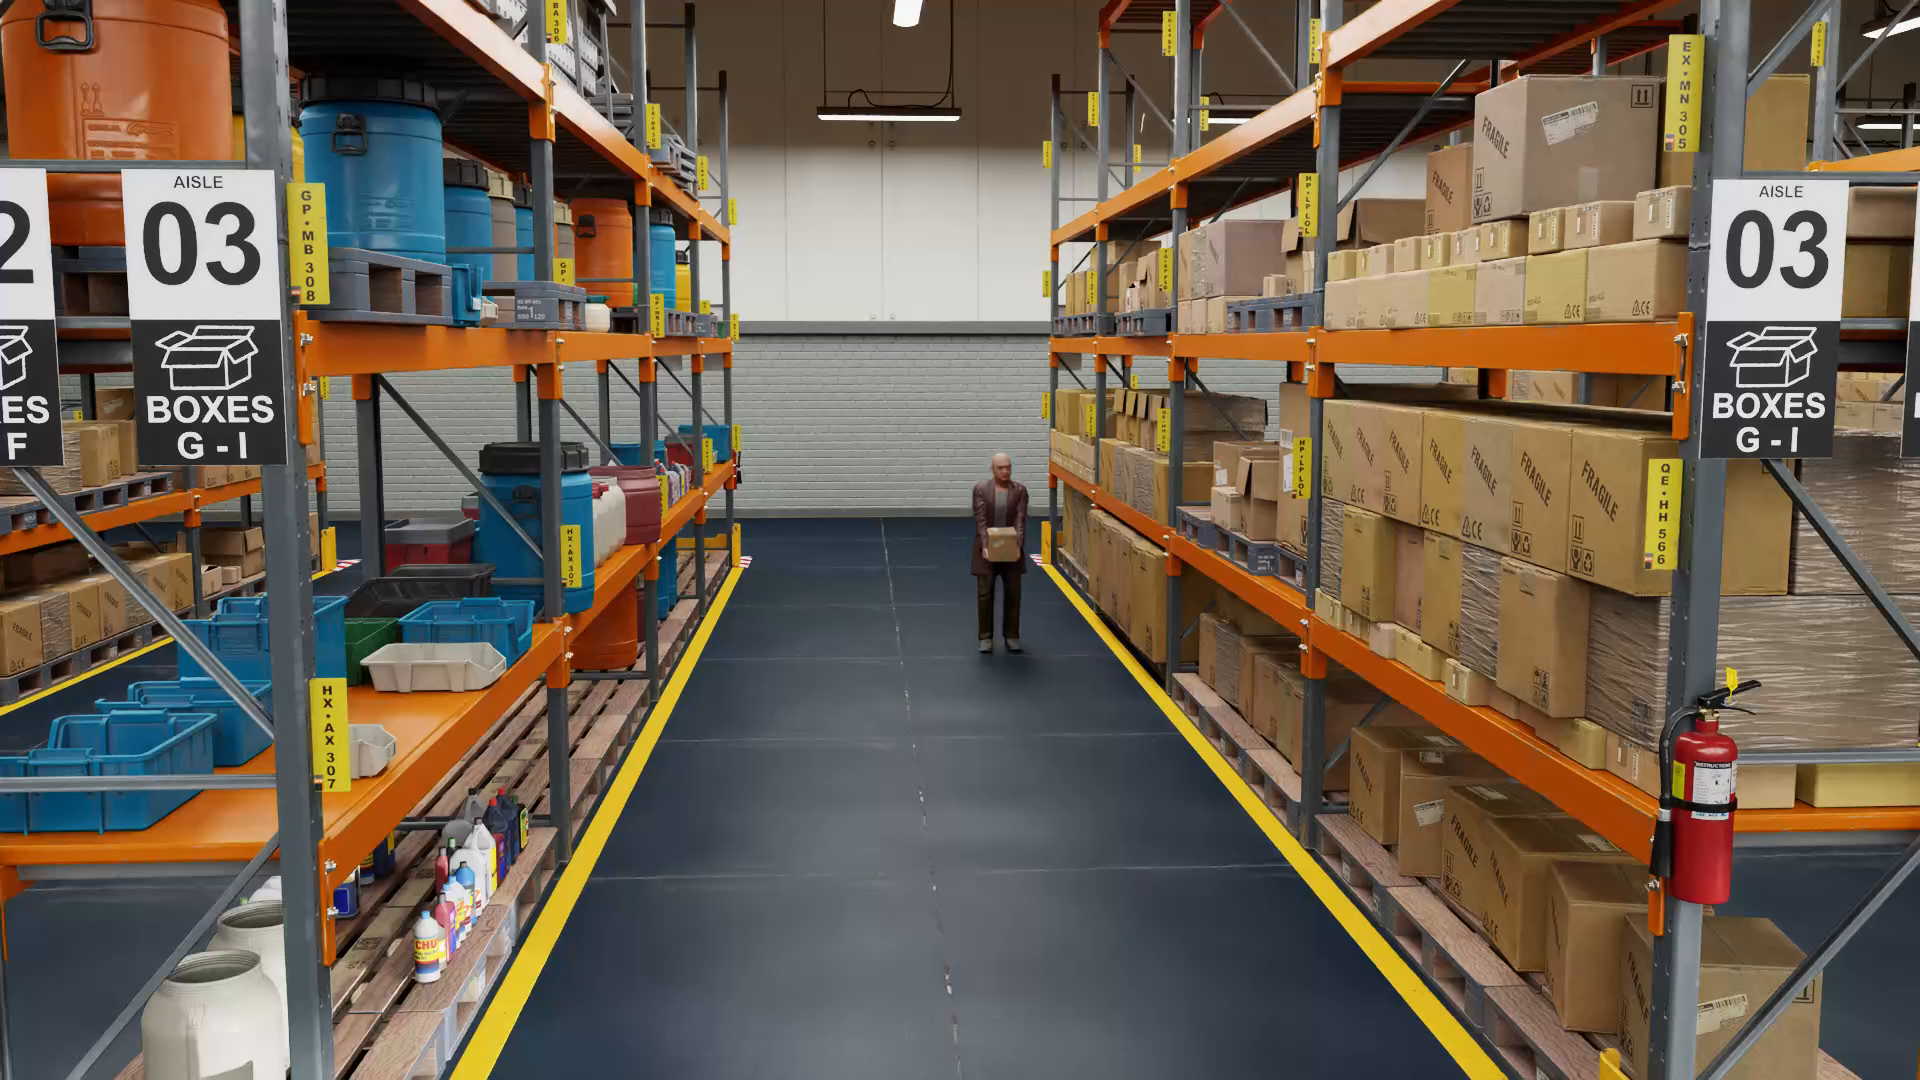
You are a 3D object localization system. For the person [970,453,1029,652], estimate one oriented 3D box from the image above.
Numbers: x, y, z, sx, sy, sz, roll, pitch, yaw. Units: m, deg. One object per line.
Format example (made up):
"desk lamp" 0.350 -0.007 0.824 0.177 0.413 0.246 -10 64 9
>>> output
"person" 0.356 0.113 14.882 0.527 1.774 0.573 -1 7 -5
